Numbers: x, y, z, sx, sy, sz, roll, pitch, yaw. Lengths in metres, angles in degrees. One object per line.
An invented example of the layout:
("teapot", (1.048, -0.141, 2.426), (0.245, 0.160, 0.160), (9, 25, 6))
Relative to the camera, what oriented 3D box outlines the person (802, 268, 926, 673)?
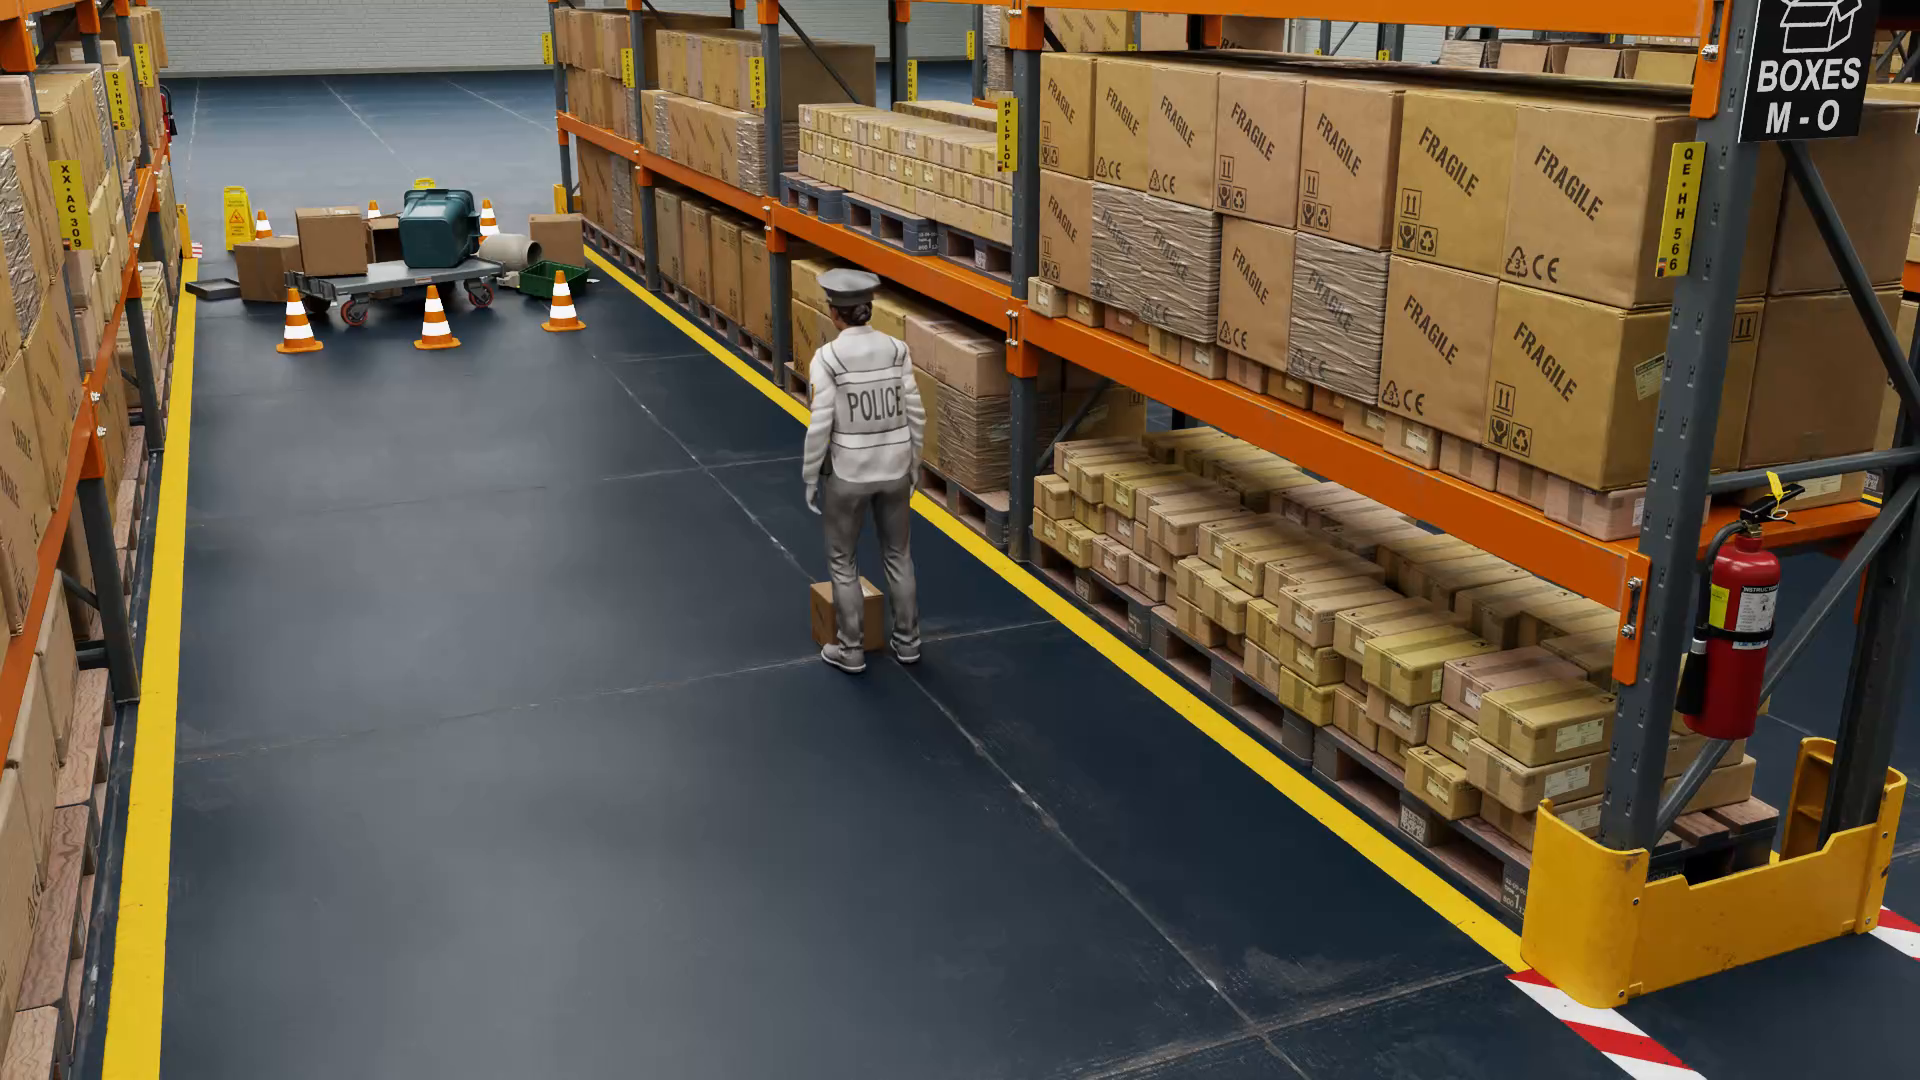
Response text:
("person", (-0.393, -0.263, 6.825), (0.541, 1.661, 0.375), (-9, 21, -25))
